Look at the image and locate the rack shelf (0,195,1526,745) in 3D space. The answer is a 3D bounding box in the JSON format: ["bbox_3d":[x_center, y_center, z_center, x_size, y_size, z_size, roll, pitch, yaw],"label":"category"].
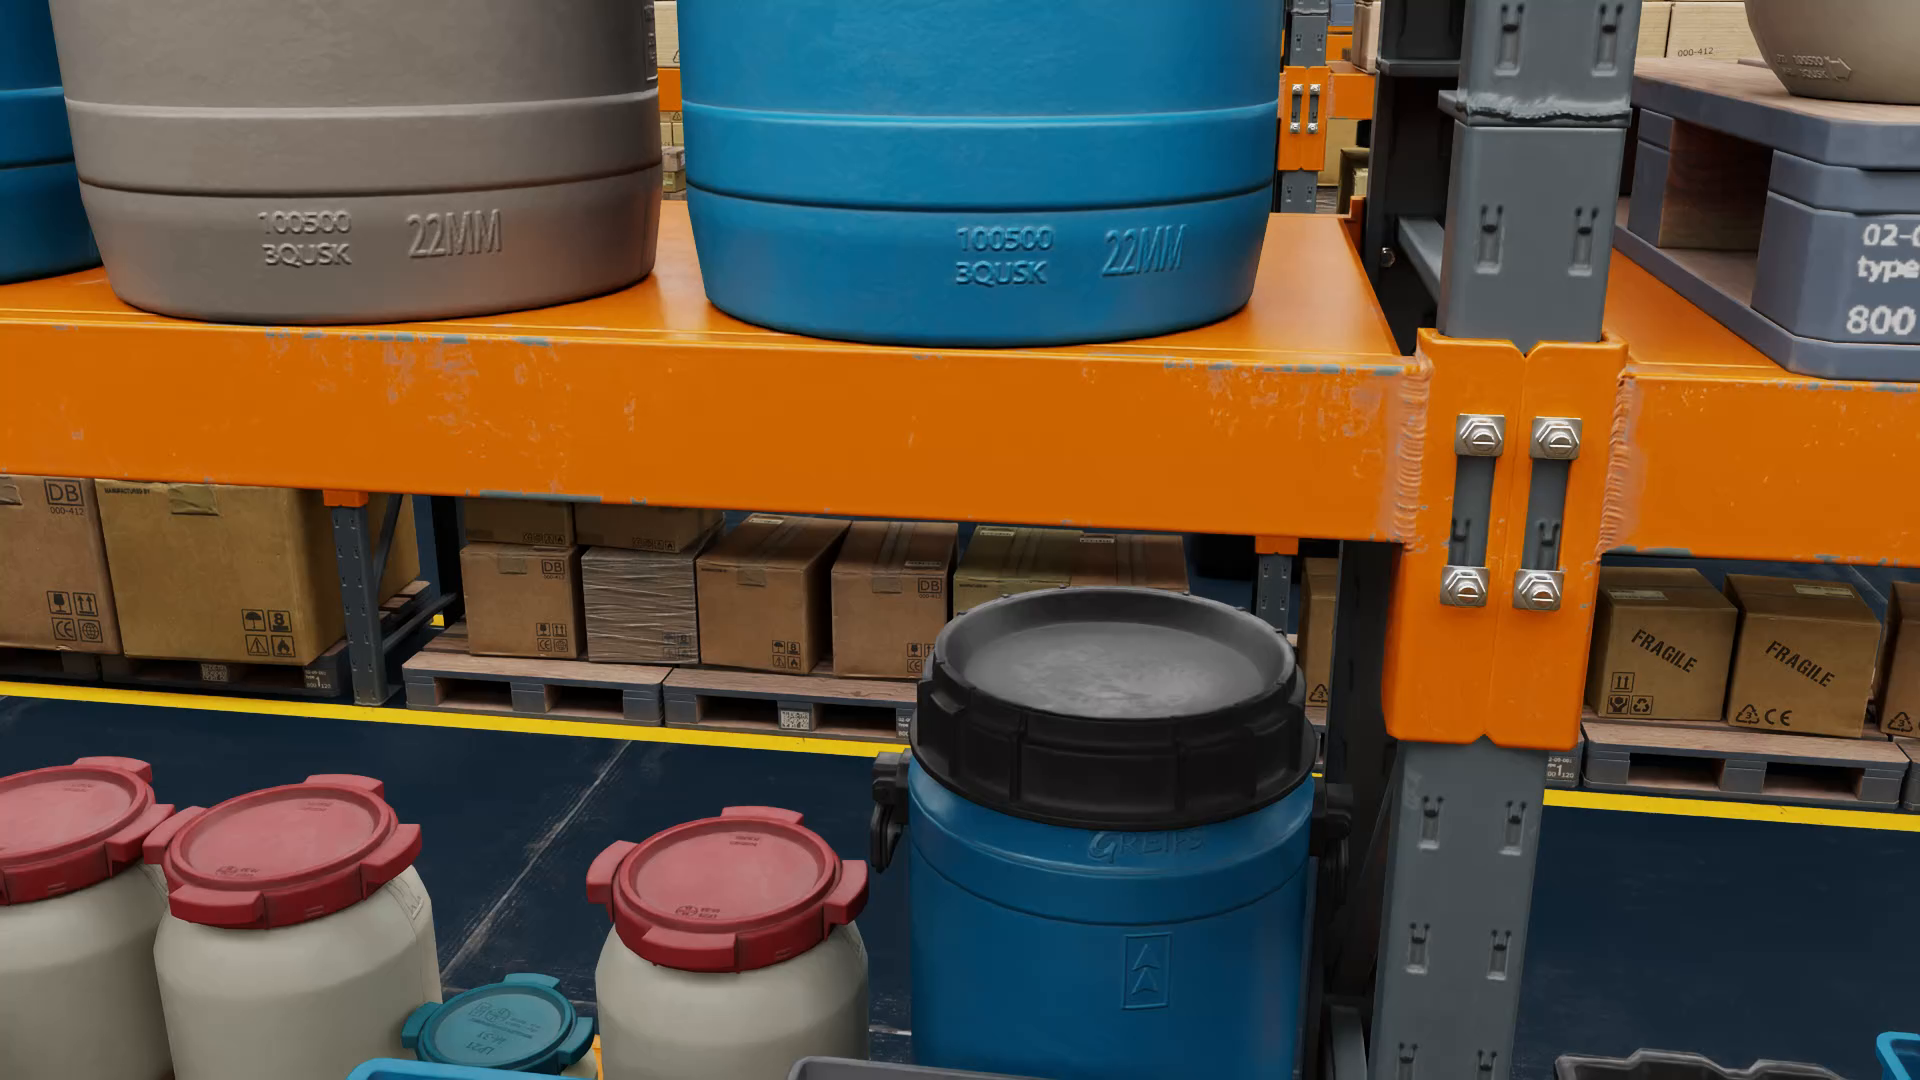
[{"bbox_3d":[-1.419,-0.250,2.230,4.000,0.370,1.077,3,19,9],"label":"rack shelf"}]

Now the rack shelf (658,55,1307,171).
[{"bbox_3d":[-0.633,-1.802,6.868,4.000,0.370,1.077,3,19,9],"label":"rack shelf"}]

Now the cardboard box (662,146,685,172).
[{"bbox_3d":[-2.151,-2.816,12.289,0.250,0.149,0.380,3,19,9],"label":"cardboard box"}]

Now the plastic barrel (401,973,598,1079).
[{"bbox_3d":[-0.727,0.883,2.656,0.301,0.262,0.301,0,18,0],"label":"plastic barrel"}]

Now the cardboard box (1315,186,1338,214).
[{"bbox_3d":[2.594,-2.225,11.489,0.550,0.550,0.875,3,19,9],"label":"cardboard box"}]

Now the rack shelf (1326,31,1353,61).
[{"bbox_3d":[4.203,-3.149,10.895,4.000,0.370,1.077,3,19,9],"label":"rack shelf"}]

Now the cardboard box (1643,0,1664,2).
[{"bbox_3d":[2.401,-2.036,6.042,0.250,0.149,0.380,3,19,10],"label":"cardboard box"}]

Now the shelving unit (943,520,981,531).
[{"bbox_3d":[0.014,-0.568,9.611,0.189,1.200,0.258,3,19,9],"label":"shelving unit"}]

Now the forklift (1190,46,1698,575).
[{"bbox_3d":[2.838,-1.278,9.004,3.031,2.935,1.130,3,19,8],"label":"forklift"}]

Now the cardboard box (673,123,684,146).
[{"bbox_3d":[-2.570,-4.081,16.720,0.500,0.250,0.500,2,19,7],"label":"cardboard box"}]

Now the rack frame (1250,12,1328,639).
[{"bbox_3d":[1.341,-0.620,6.928,0.127,3.000,1.000,3,19,9],"label":"rack frame"}]

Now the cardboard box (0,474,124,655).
[{"bbox_3d":[-4.165,-0.101,8.065,0.875,0.875,1.225,3,19,9],"label":"cardboard box"}]

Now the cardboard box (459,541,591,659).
[{"bbox_3d":[-1.943,0.183,7.775,0.500,0.500,0.700,2,19,6],"label":"cardboard box"}]

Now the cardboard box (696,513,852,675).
[{"bbox_3d":[-0.833,0.233,7.625,0.500,0.500,0.700,5,19,13],"label":"cardboard box"}]

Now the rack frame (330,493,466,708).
[{"bbox_3d":[-2.608,-0.821,7.530,0.127,3.000,1.000,3,19,9],"label":"rack frame"}]

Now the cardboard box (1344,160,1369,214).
[{"bbox_3d":[1.745,-1.180,6.401,0.500,0.500,0.500,3,19,9],"label":"cardboard box"}]

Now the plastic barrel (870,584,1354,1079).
[{"bbox_3d":[0.222,0.580,2.553,0.708,0.901,0.600,3,19,9],"label":"plastic barrel"}]

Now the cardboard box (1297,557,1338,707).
[{"bbox_3d":[1.730,0.399,7.161,0.500,0.500,0.500,2,19,7],"label":"cardboard box"}]

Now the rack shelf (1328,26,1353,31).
[{"bbox_3d":[4.888,-4.705,15.545,4.000,0.370,1.077,3,19,9],"label":"rack shelf"}]

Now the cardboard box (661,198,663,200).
[{"bbox_3d":[-2.281,-2.331,11.776,0.250,0.149,0.380,3,19,10],"label":"cardboard box"}]

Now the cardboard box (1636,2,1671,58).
[{"bbox_3d":[2.268,-1.843,6.094,0.500,0.250,0.500,3,19,8],"label":"cardboard box"}]

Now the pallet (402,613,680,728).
[{"bbox_3d":[-1.837,0.541,7.854,1.213,0.211,1.003,3,19,9],"label":"pallet"}]

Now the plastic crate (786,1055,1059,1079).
[{"bbox_3d":[0.029,0.973,2.067,0.583,0.464,0.402,3,19,9],"label":"plastic crate"}]

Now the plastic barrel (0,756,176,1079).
[{"bbox_3d":[-1.506,0.692,2.794,0.433,0.535,0.433,0,18,0],"label":"plastic barrel"}]

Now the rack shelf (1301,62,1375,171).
[{"bbox_3d":[3.316,-1.601,6.266,4.000,0.370,1.077,3,19,9],"label":"rack shelf"}]

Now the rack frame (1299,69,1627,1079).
[{"bbox_3d":[0.556,0.932,2.291,0.127,3.000,1.000,3,19,9],"label":"rack frame"}]

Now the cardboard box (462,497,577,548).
[{"bbox_3d":[-1.942,-0.176,7.665,0.500,0.250,0.500,4,19,11],"label":"cardboard box"}]

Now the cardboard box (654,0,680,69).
[{"bbox_3d":[-1.168,-2.020,6.623,0.500,0.250,0.500,3,19,10],"label":"cardboard box"}]

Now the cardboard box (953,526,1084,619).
[{"bbox_3d":[0.271,0.289,7.457,0.500,0.500,0.700,3,19,8],"label":"cardboard box"}]

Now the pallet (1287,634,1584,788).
[{"bbox_3d":[2.010,0.725,7.303,1.213,0.211,1.003,3,19,9],"label":"pallet"}]

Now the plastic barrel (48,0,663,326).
[{"bbox_3d":[-0.627,-0.719,1.707,0.600,0.901,0.600,0,18,0],"label":"plastic barrel"}]

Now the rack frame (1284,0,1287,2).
[{"bbox_3d":[2.228,-5.014,10.605,0.127,3.000,1.000,3,19,9],"label":"rack frame"}]

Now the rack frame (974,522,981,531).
[{"bbox_3d":[0.105,-0.564,9.597,0.006,1.200,0.240,3,19,9],"label":"rack frame"}]

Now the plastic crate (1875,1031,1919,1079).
[{"bbox_3d":[1.692,0.973,2.402,0.616,0.251,0.499,3,19,9],"label":"plastic crate"}]

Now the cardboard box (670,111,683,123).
[{"bbox_3d":[-2.585,-4.442,16.618,0.500,0.500,0.500,3,19,9],"label":"cardboard box"}]

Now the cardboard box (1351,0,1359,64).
[{"bbox_3d":[1.833,-2.030,6.652,0.500,0.250,0.500,4,19,11],"label":"cardboard box"}]

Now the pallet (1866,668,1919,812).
[{"bbox_3d":[4.419,0.848,6.936,1.213,0.211,1.003,3,19,9],"label":"pallet"}]

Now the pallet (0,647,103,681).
[{"bbox_3d":[-4.575,0.376,8.348,1.213,0.211,1.003,3,19,9],"label":"pallet"}]

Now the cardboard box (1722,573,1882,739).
[{"bbox_3d":[3.466,0.474,6.936,0.500,0.500,0.500,5,19,14],"label":"cardboard box"}]
